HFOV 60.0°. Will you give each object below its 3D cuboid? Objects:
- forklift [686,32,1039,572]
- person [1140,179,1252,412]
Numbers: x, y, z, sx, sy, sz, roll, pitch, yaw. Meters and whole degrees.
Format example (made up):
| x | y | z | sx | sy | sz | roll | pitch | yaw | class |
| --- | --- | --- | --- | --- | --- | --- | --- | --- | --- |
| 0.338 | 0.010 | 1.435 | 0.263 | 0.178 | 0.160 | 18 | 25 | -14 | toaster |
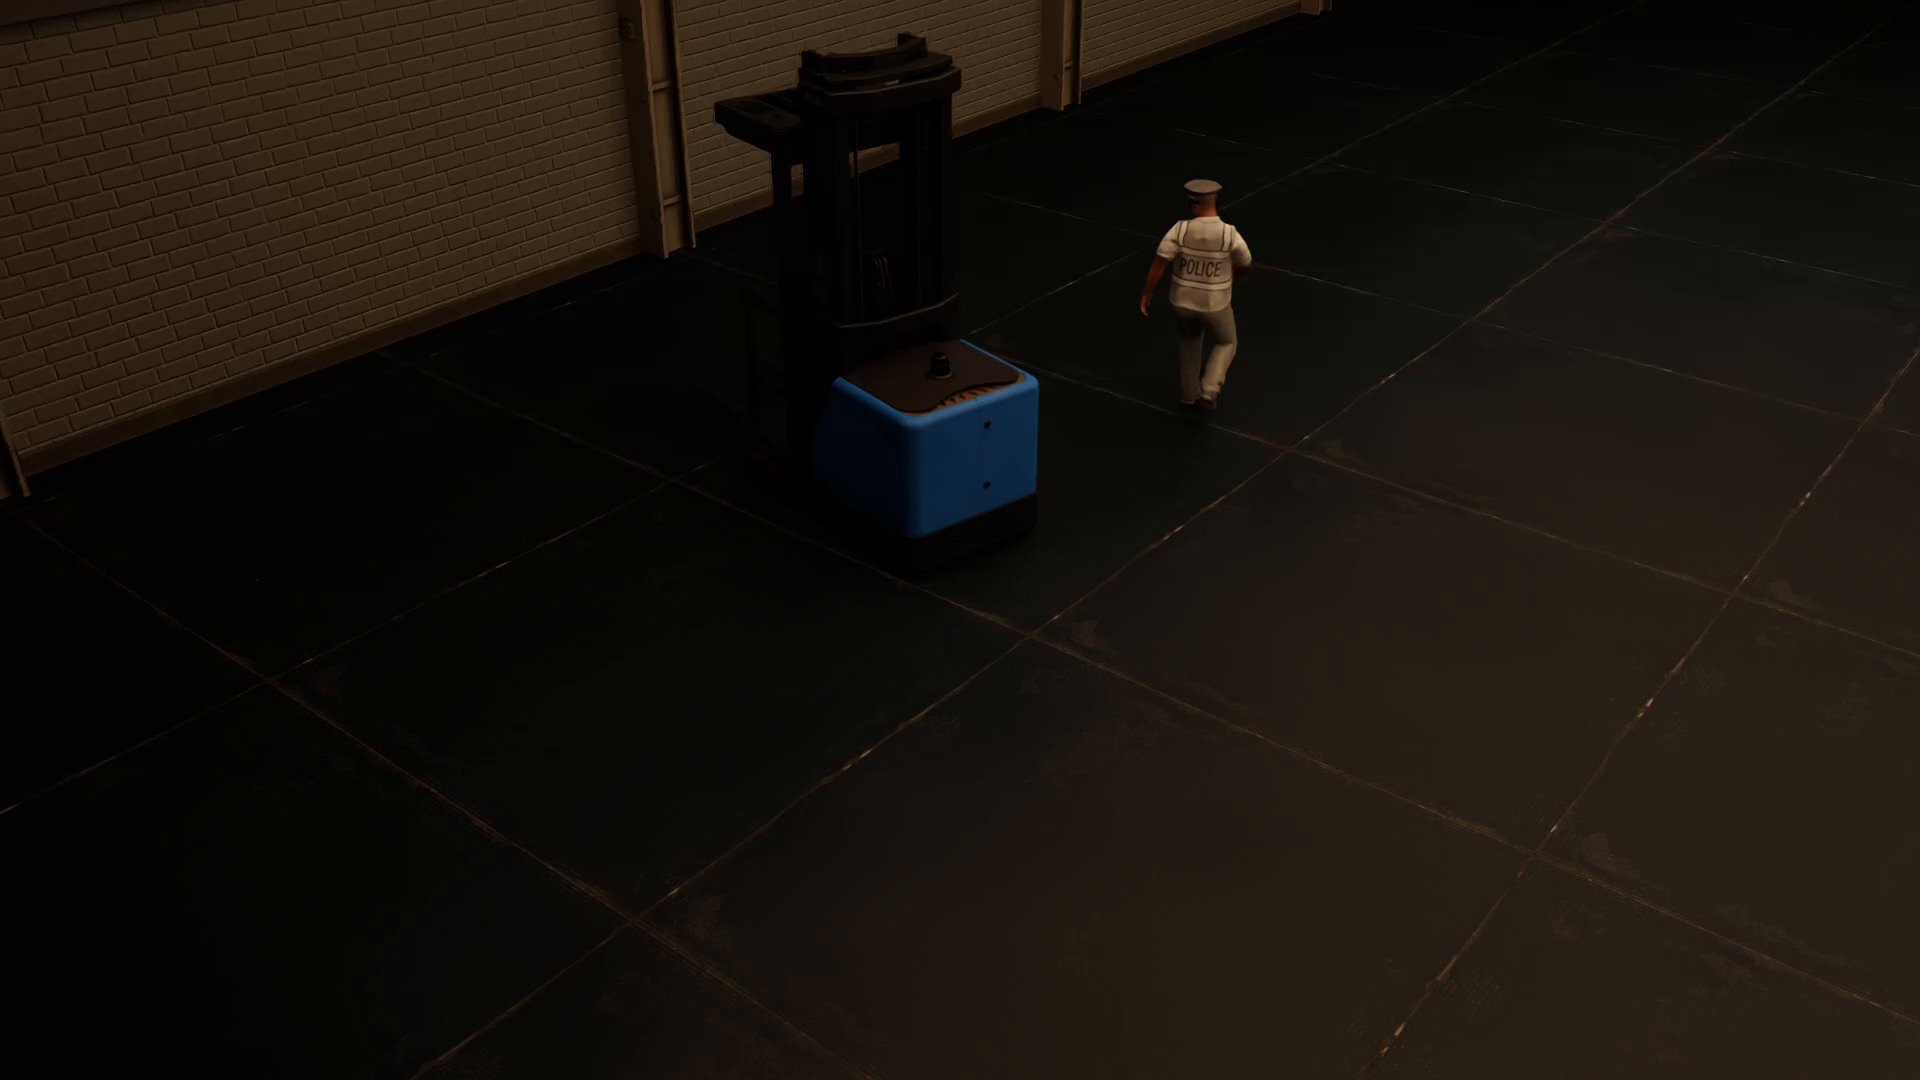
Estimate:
| x | y | z | sx | sy | sz | roll | pitch | yaw | class |
| --- | --- | --- | --- | --- | --- | --- | --- | --- | --- |
| -0.804 | -1.754 | 10.597 | 1.130 | 2.935 | 3.031 | -21 | 36 | -32 | forklift |
| 1.683 | -1.721 | 11.771 | 0.728 | 1.700 | 0.584 | 13 | 33 | 22 | person |
